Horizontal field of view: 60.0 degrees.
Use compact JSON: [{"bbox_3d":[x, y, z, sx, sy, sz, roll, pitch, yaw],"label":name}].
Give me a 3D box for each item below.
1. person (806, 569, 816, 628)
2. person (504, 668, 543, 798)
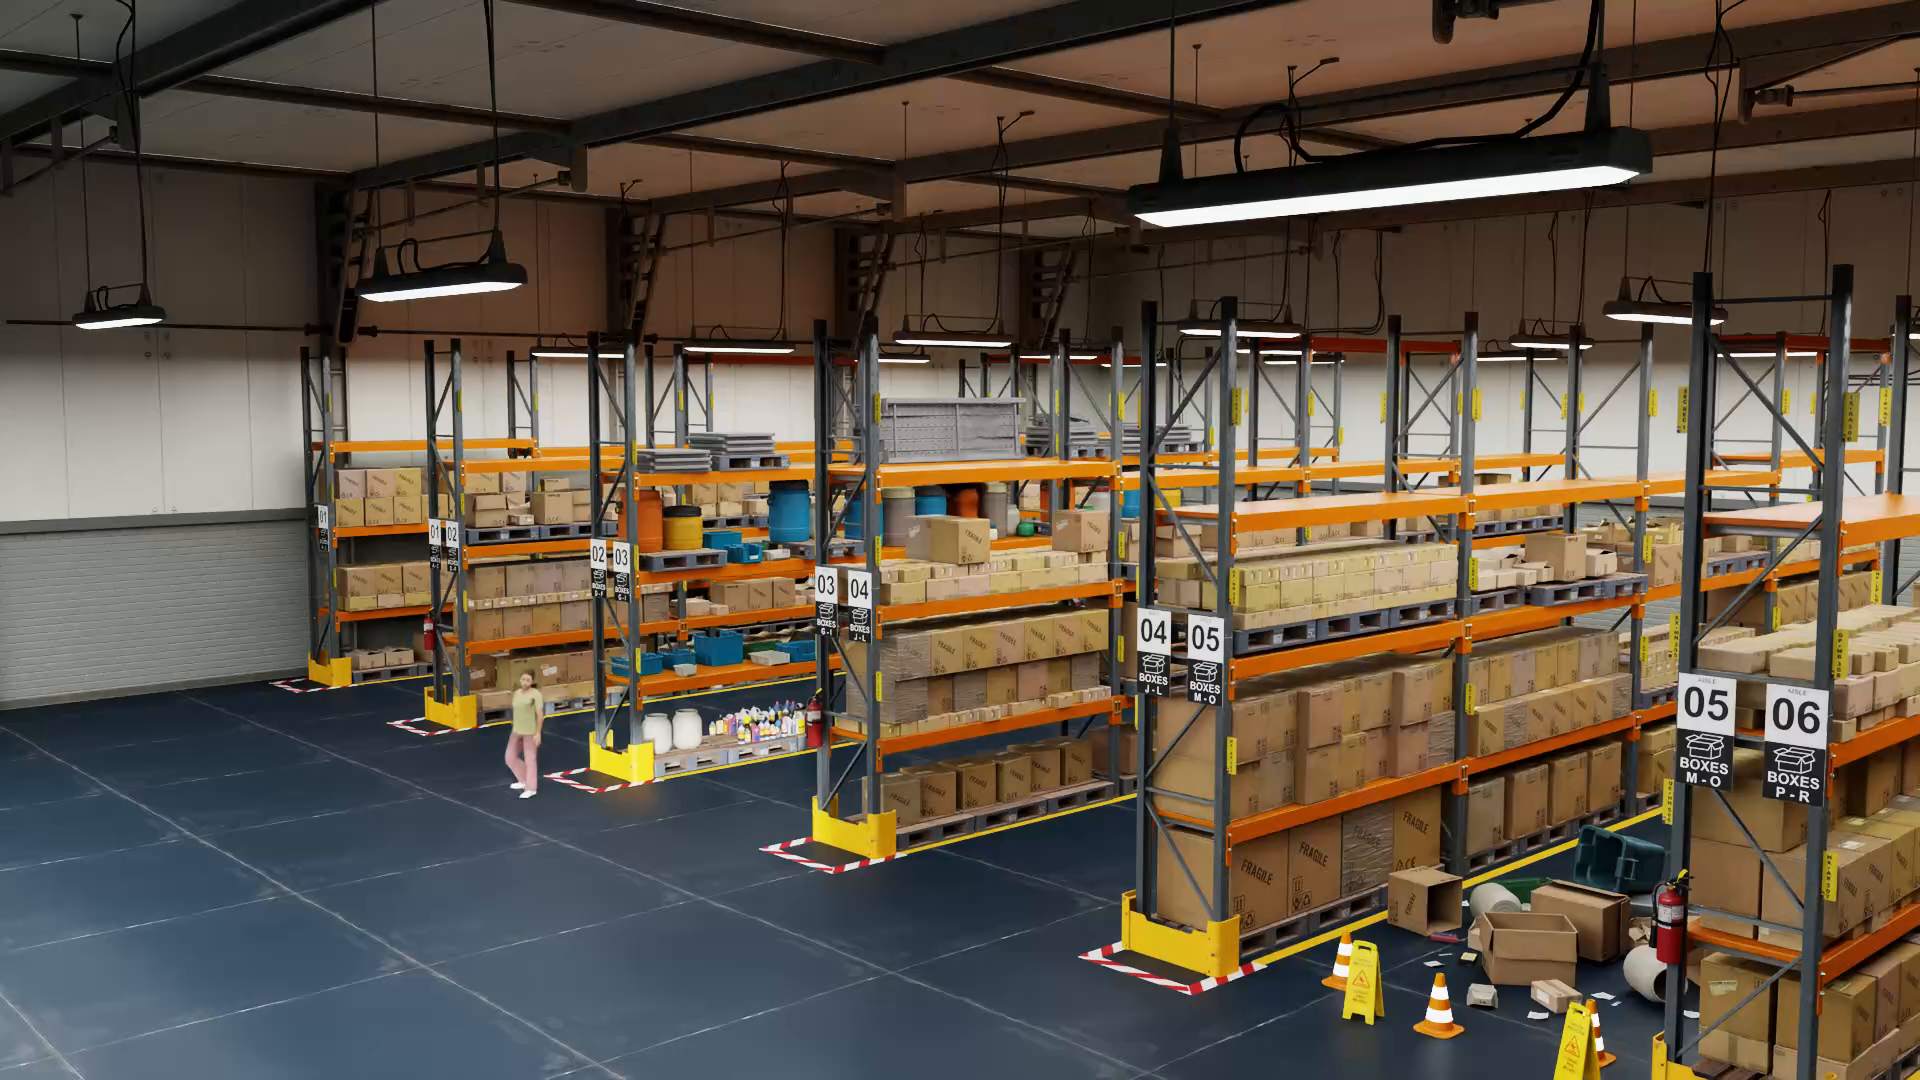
[{"bbox_3d":[-2.913,1.292,34.614,0.559,1.724,0.842,4,6,39],"label":"person"},{"bbox_3d":[-5.543,2.456,21.268,0.543,1.663,0.425,2,5,20],"label":"person"}]
